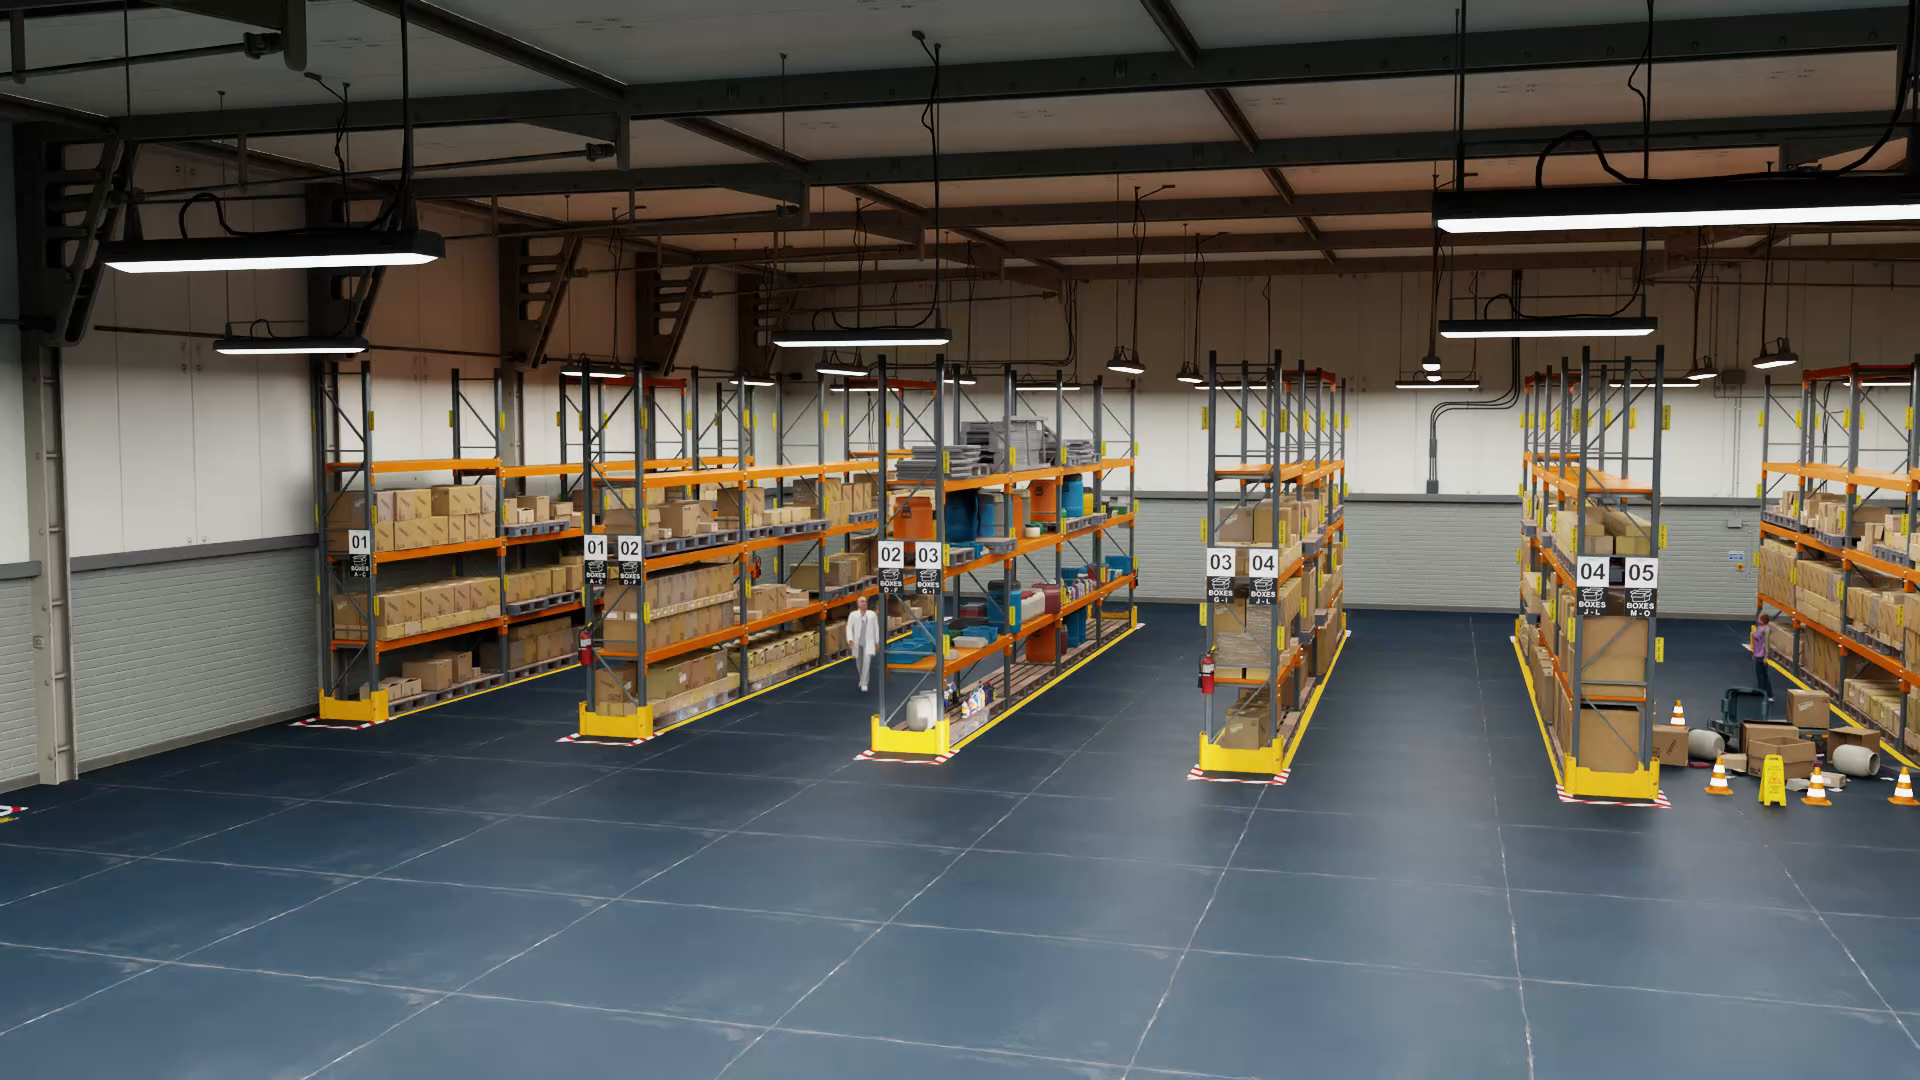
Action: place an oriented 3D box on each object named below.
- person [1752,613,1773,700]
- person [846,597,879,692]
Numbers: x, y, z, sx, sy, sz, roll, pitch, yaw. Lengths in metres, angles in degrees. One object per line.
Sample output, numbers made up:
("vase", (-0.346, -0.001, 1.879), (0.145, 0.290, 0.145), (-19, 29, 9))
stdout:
("person", (14.329, 2.089, 29.698), (0.390, 1.600, 0.450), (2, 5, 31))
("person", (-1.808, 1.915, 30.704), (0.601, 1.714, 1.087), (1, 4, 10))
